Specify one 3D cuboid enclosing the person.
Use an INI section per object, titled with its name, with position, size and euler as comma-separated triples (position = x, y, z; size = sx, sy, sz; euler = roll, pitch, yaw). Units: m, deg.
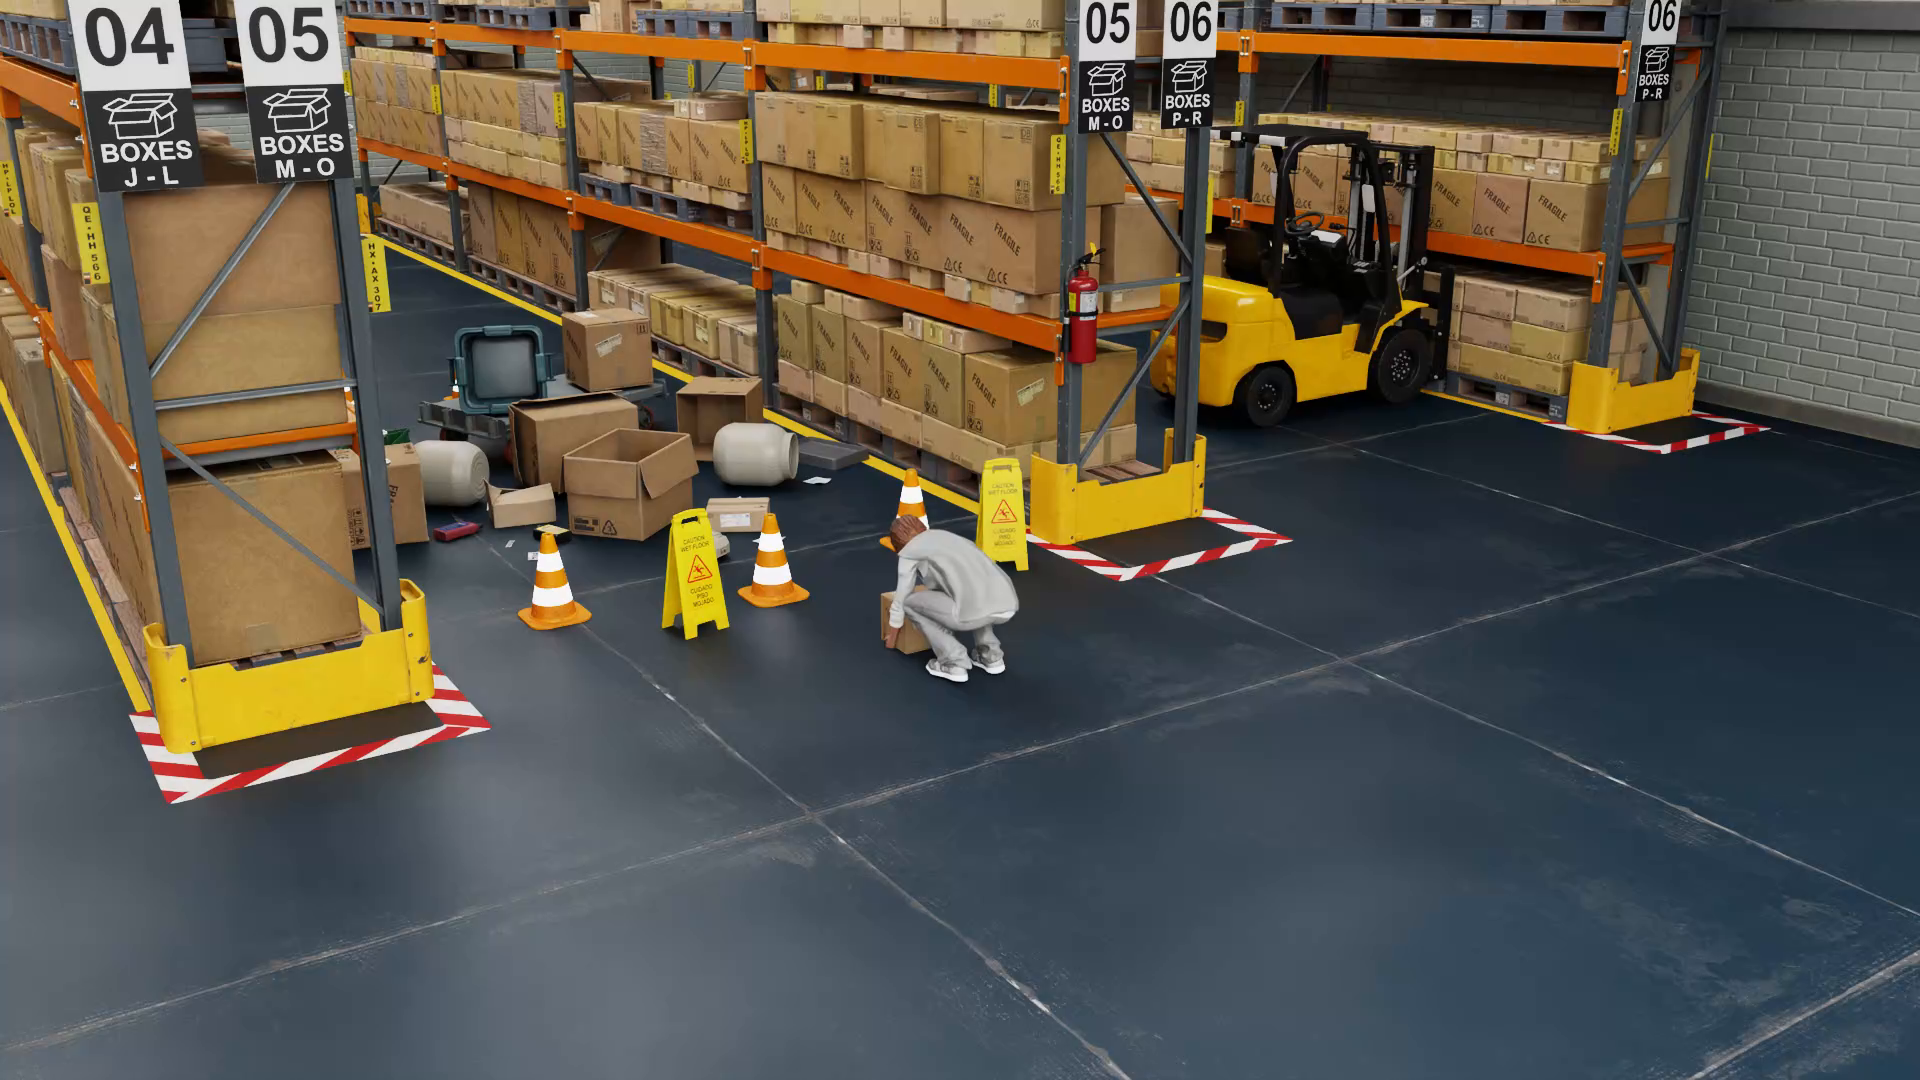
[person]
position = -0.054, 0.325, 8.174
size = 0.431, 0.729, 0.839
euler = -12, 22, -32
